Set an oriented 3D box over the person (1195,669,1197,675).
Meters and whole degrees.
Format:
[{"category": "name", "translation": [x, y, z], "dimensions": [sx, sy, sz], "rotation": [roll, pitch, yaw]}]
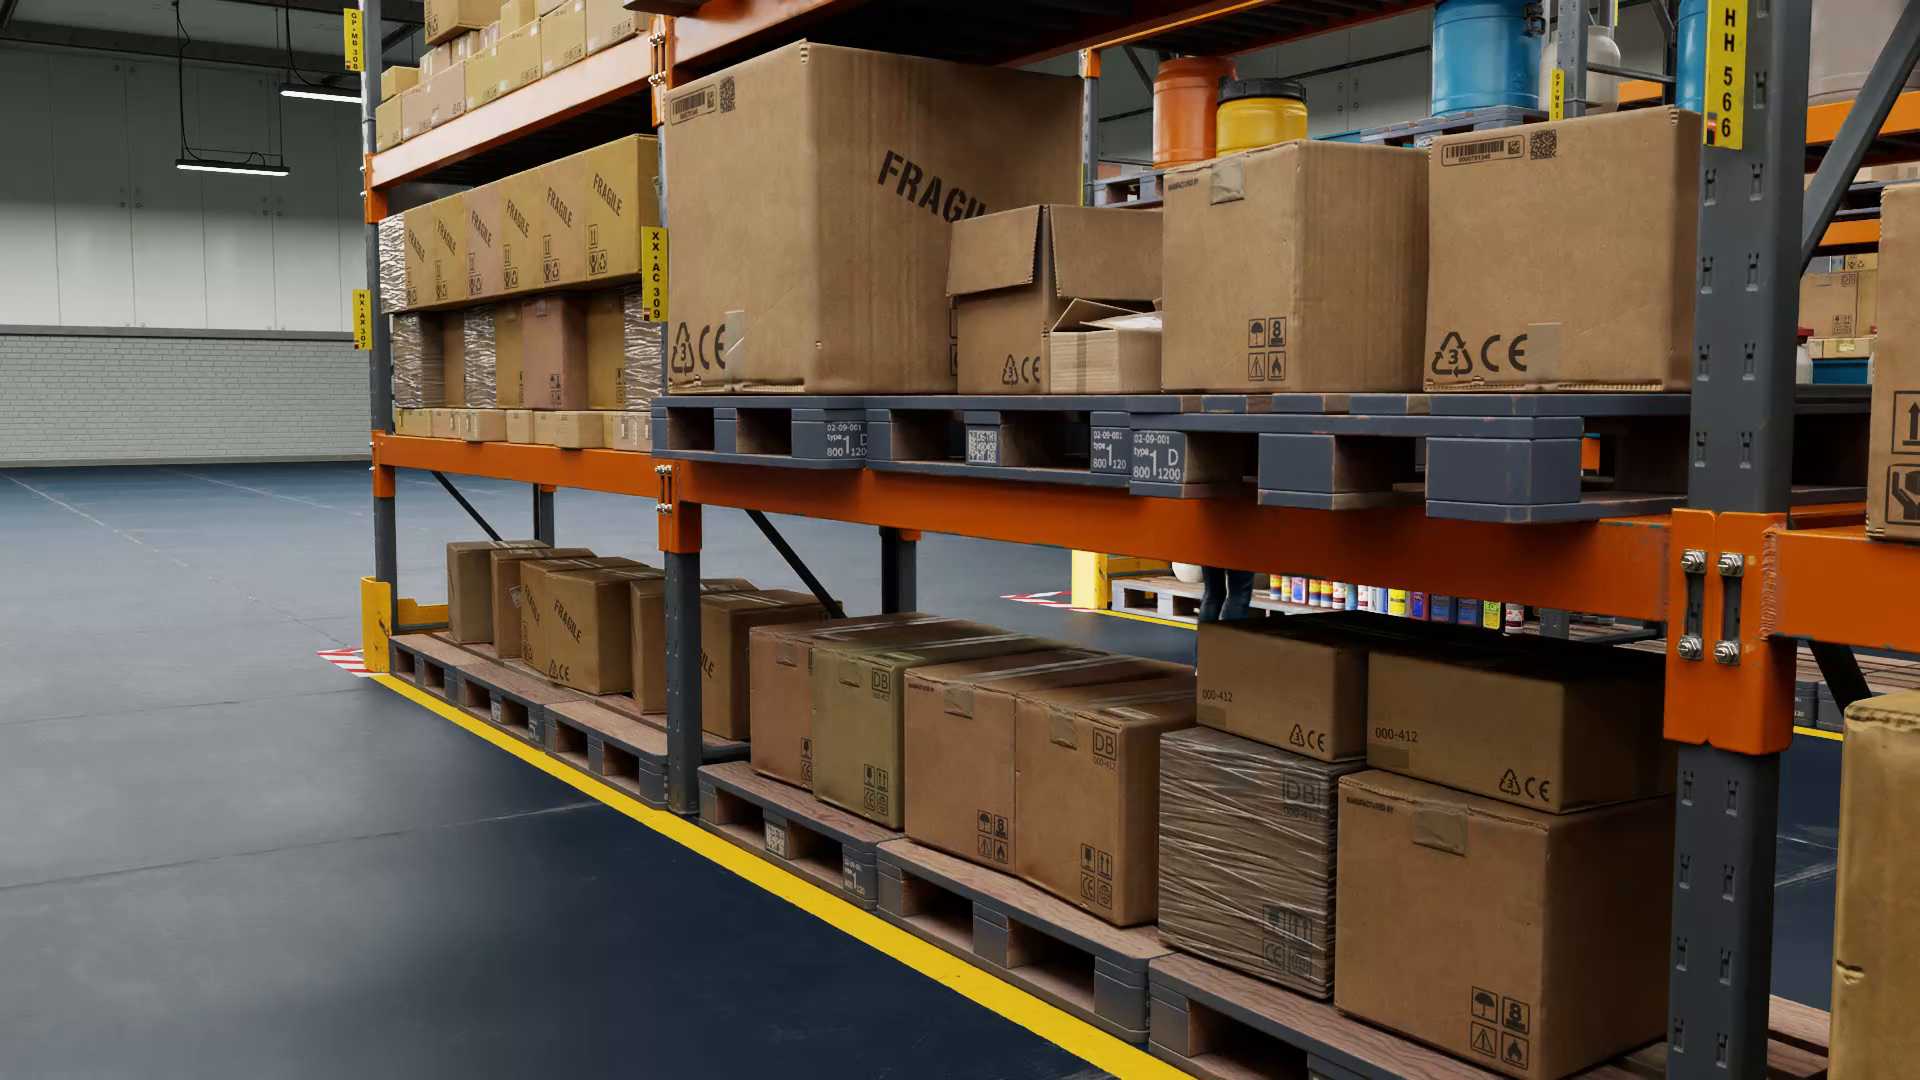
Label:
[{"category": "person", "translation": [1.476, -0.043, 8.828], "dimensions": [0.485, 1.596, 0.401], "rotation": [-3, 6, -33]}]
